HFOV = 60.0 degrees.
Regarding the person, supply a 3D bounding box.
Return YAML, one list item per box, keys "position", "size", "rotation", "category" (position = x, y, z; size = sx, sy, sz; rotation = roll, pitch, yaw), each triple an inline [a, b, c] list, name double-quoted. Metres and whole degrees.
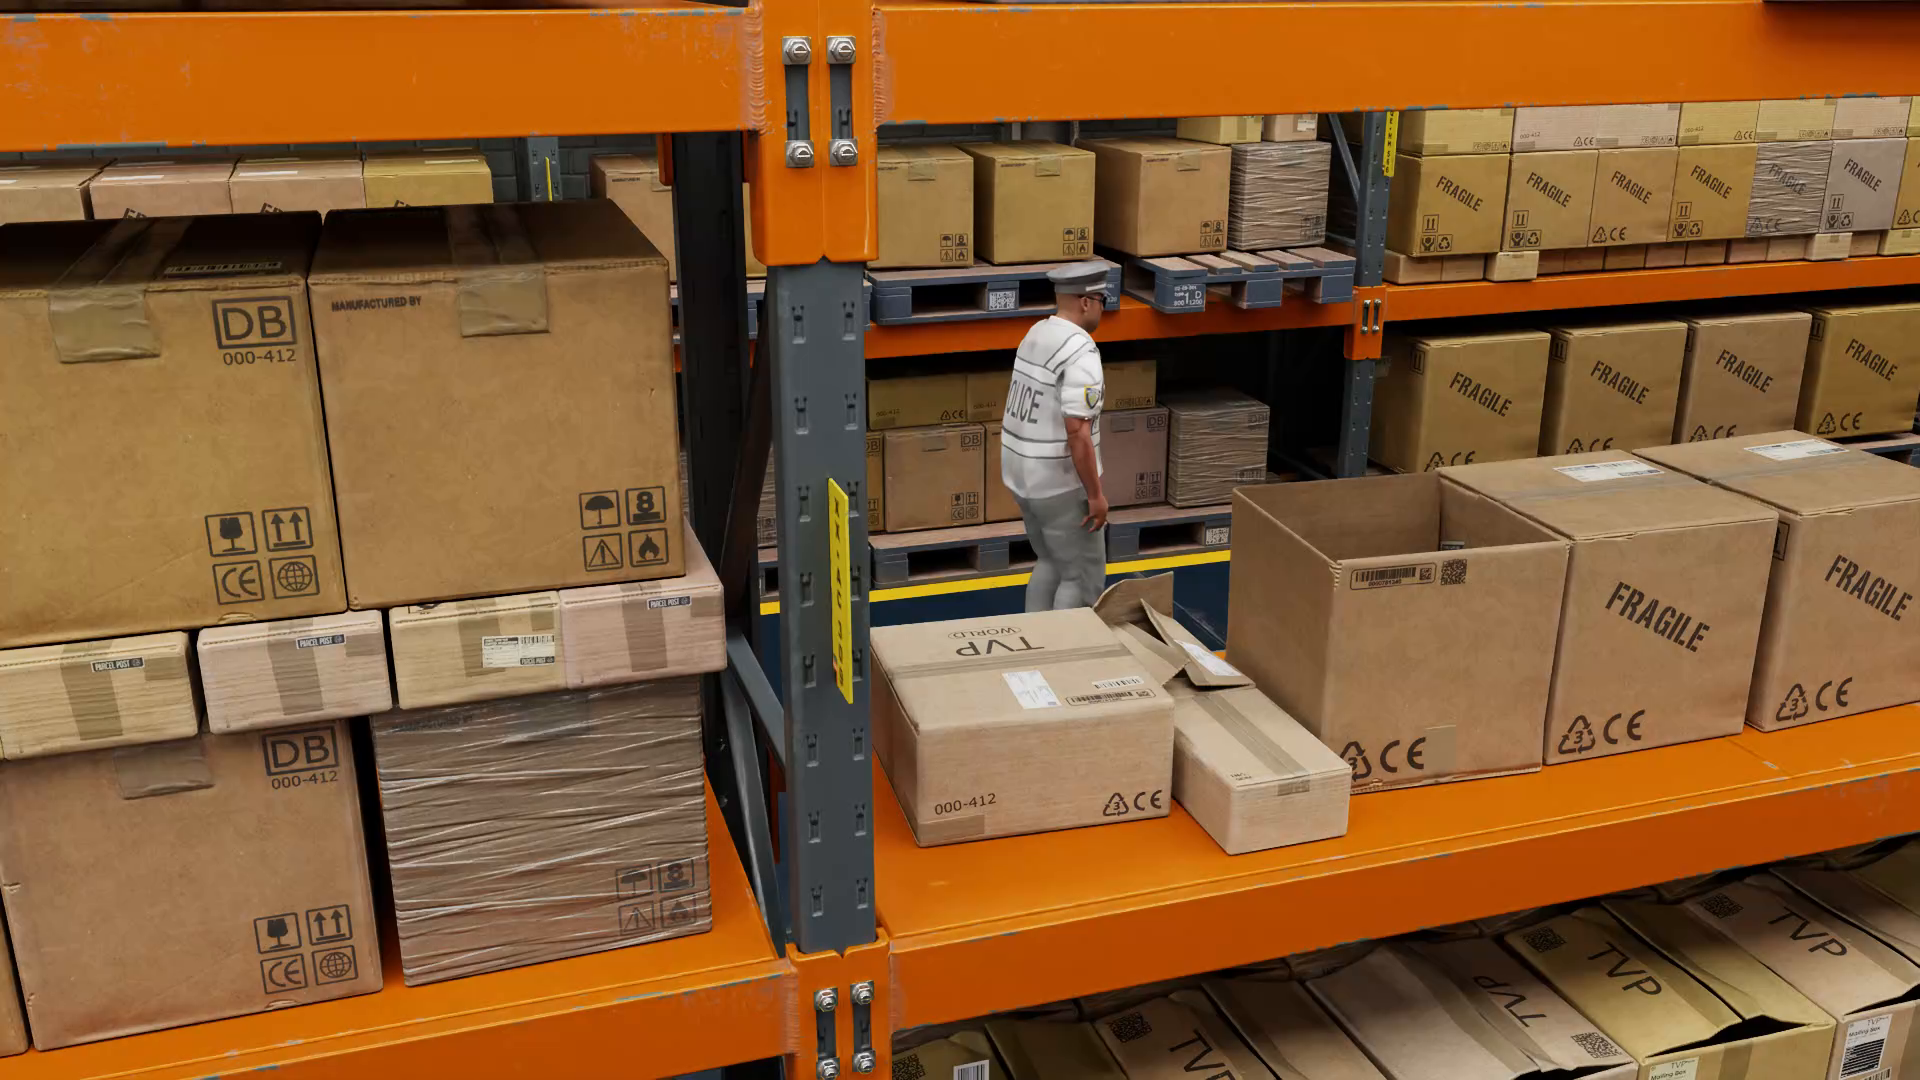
- position: [0.407, -0.240, 6.749]
  size: [0.443, 1.747, 0.597]
  rotation: [-7, 20, -20]
  category: "person"
